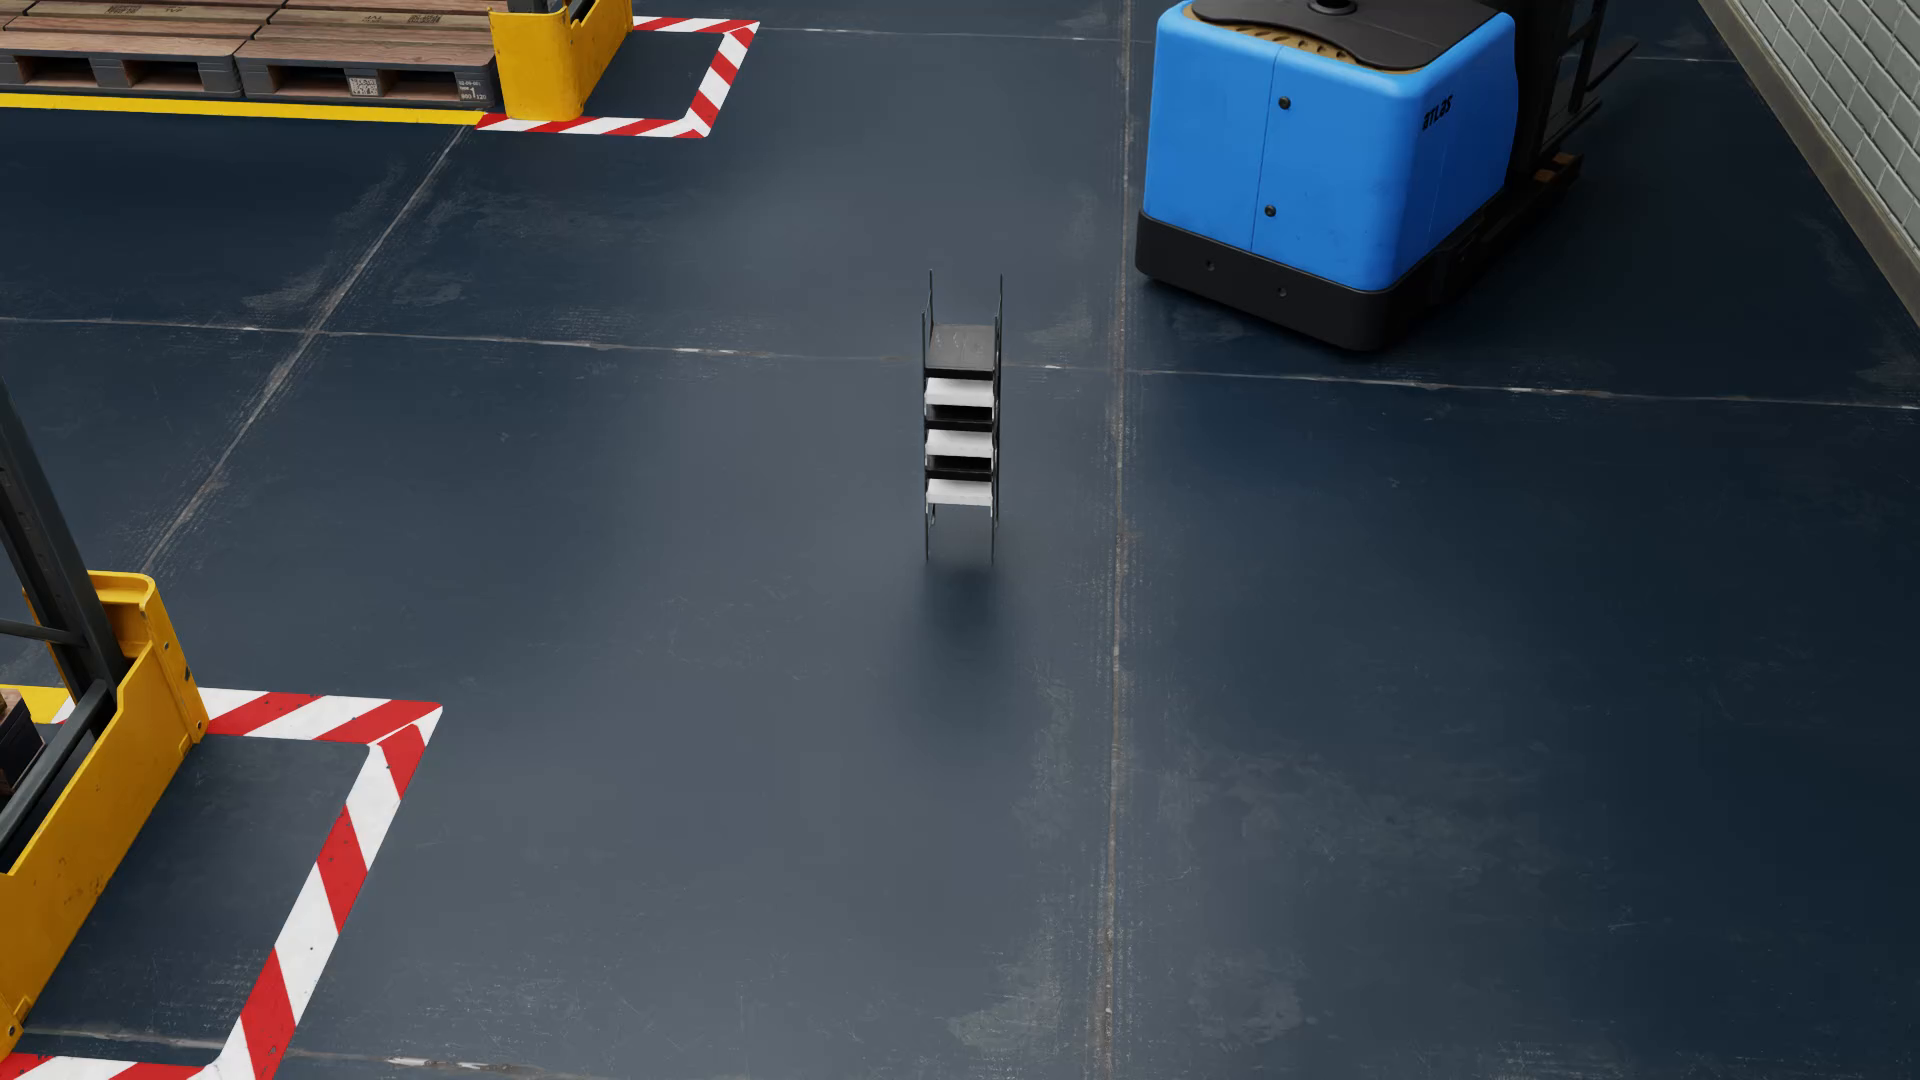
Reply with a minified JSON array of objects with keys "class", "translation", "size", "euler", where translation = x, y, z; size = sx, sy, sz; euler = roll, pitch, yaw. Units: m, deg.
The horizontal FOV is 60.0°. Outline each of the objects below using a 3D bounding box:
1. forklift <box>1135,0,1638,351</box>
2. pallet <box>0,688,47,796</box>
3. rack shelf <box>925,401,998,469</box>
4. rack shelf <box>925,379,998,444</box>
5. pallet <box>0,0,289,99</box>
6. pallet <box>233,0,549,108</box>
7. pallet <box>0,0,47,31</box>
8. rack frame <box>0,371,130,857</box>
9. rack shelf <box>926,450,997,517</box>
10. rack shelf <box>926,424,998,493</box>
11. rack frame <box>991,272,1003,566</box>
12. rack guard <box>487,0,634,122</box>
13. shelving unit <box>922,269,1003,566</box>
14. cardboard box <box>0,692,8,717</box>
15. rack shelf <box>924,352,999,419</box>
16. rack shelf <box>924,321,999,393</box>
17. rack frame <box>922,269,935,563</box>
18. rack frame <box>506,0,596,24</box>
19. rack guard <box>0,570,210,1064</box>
[{"class":"forklift","translation":[1.979,-2.688,6.231],"size":[1.130,2.935,3.031],"euler":[26,46,28]},{"class":"pallet","translation":[-3.128,0.761,4.148],"size":[1.213,0.211,1.003],"euler":[3,39,4]},{"class":"rack shelf","translation":[0.008,-0.323,4.986],"size":[0.200,0.077,0.258],"euler":[3,39,4]},{"class":"rack shelf","translation":[0.008,-0.393,4.930],"size":[0.200,0.077,0.258],"euler":[3,39,4]},{"class":"pallet","translation":[-3.928,-2.497,8.150],"size":[1.213,0.211,1.003],"euler":[3,39,4]},{"class":"pallet","translation":[-2.716,-2.429,8.067],"size":[1.213,0.211,1.003],"euler":[3,39,4]},{"class":"pallet","translation":[-5.147,-2.562,8.230],"size":[1.213,0.211,1.003],"euler":[3,39,4]},{"class":"rack frame","translation":[-2.325,-0.326,3.274],"size":[0.127,3.000,1.000],"euler":[3,39,4]},{"class":"rack shelf","translation":[0.008,-0.183,5.100],"size":[0.200,0.077,0.258],"euler":[3,39,4]},{"class":"rack shelf","translation":[0.008,-0.253,5.043],"size":[0.200,0.077,0.258],"euler":[3,39,4]},{"class":"rack frame","translation":[0.109,-0.343,4.959],"size":[0.006,0.900,0.240],"euler":[3,39,4]},{"class":"rack guard","translation":[-1.873,-2.478,7.899],"size":[0.348,0.500,1.175],"euler":[3,39,4]},{"class":"shelving unit","translation":[0.008,-0.349,4.965],"size":[0.210,0.900,0.258],"euler":[3,39,4]},{"class":"cardboard box","translation":[-2.970,0.351,3.793],"size":[0.875,0.875,0.875],"euler":[3,39,4]},{"class":"rack shelf","translation":[0.008,-0.462,4.873],"size":[0.200,0.077,0.258],"euler":[3,39,4]},{"class":"rack shelf","translation":[0.008,-0.532,4.816],"size":[0.200,0.077,0.258],"euler":[3,39,4]},{"class":"rack frame","translation":[-0.093,-0.354,4.972],"size":[0.006,0.900,0.240],"euler":[3,39,4]},{"class":"rack frame","translation":[-1.898,-3.441,7.101],"size":[0.127,3.000,1.000],"euler":[3,39,4]},{"class":"rack guard","translation":[-2.301,0.645,4.062],"size":[0.348,0.500,1.175],"euler":[3,39,4]}]
